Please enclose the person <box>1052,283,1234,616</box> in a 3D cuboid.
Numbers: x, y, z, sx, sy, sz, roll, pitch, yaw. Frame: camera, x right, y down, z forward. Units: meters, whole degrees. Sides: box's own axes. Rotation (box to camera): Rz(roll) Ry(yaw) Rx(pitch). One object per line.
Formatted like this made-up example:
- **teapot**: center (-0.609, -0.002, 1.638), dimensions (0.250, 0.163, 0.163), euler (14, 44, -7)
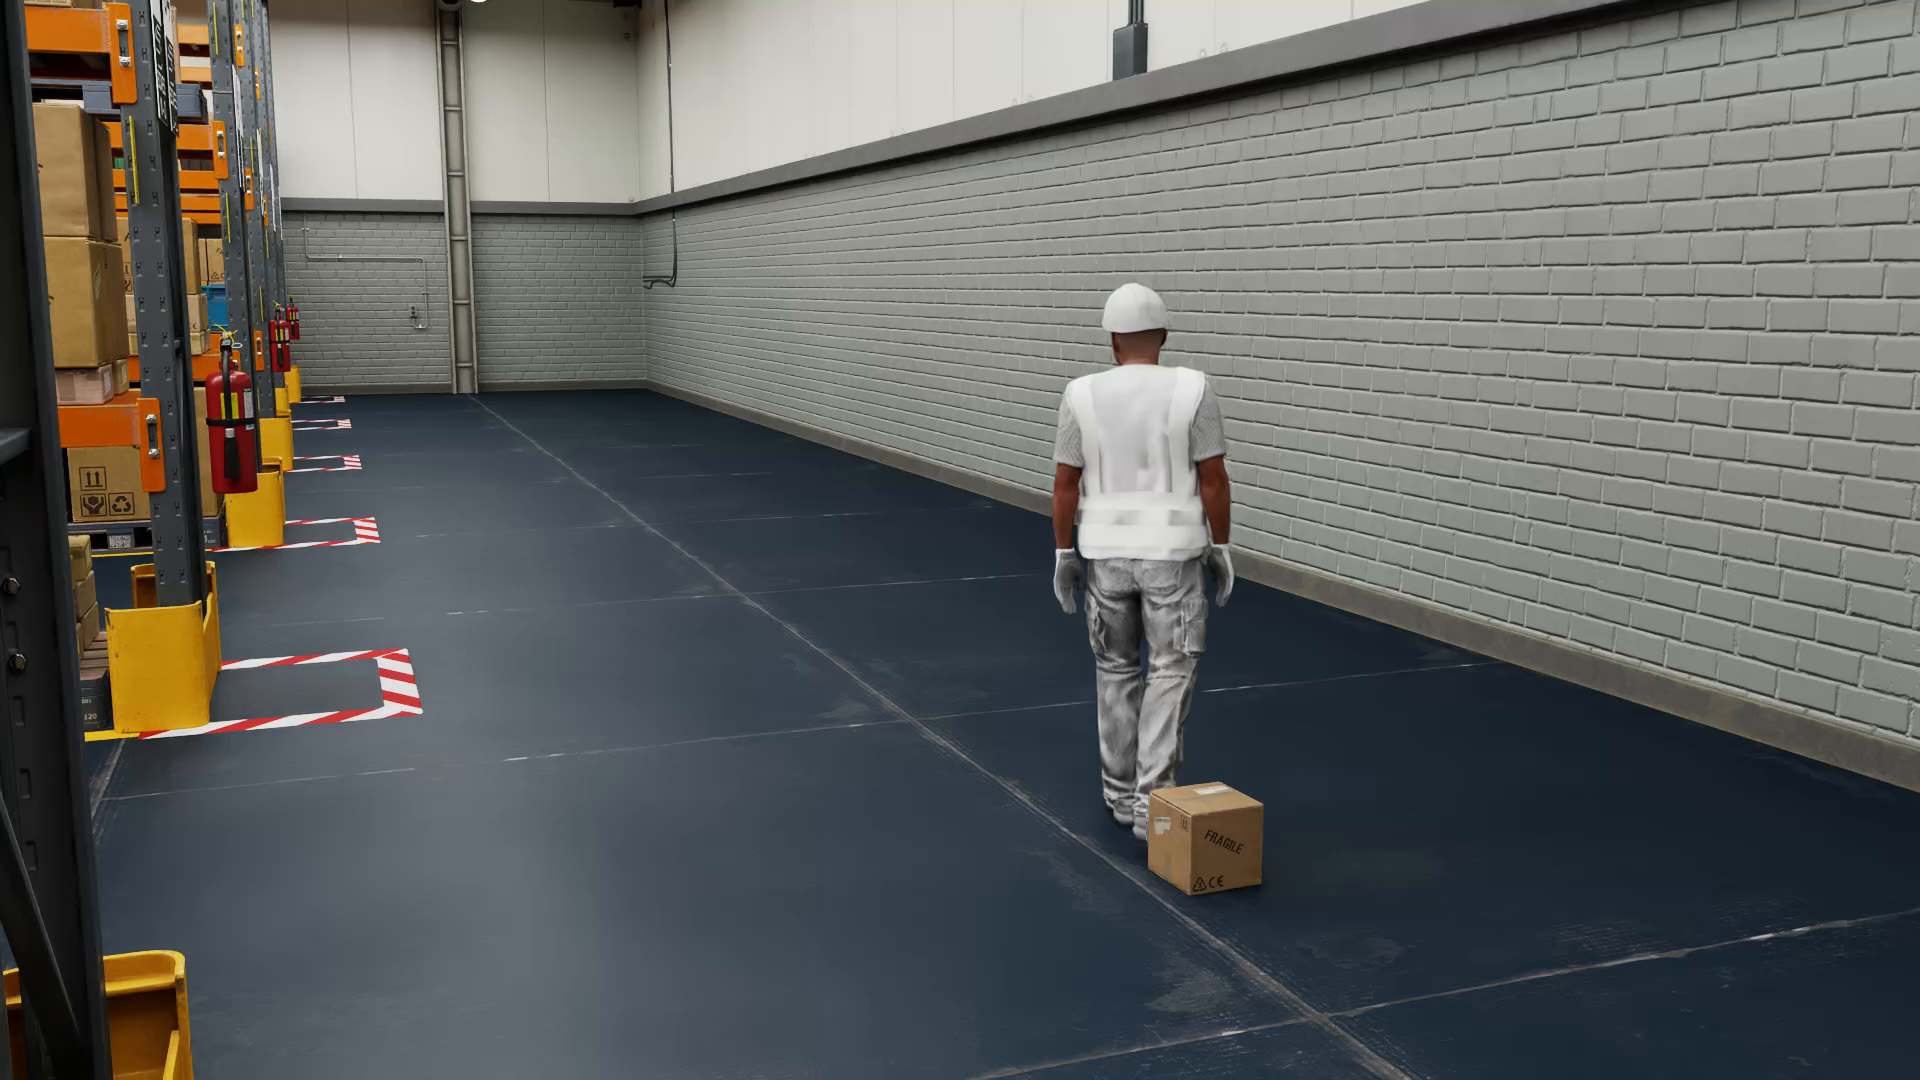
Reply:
- **person**: center (0.605, -0.285, 5.387), dimensions (0.589, 1.082, 0.385), euler (3, 9, 16)
